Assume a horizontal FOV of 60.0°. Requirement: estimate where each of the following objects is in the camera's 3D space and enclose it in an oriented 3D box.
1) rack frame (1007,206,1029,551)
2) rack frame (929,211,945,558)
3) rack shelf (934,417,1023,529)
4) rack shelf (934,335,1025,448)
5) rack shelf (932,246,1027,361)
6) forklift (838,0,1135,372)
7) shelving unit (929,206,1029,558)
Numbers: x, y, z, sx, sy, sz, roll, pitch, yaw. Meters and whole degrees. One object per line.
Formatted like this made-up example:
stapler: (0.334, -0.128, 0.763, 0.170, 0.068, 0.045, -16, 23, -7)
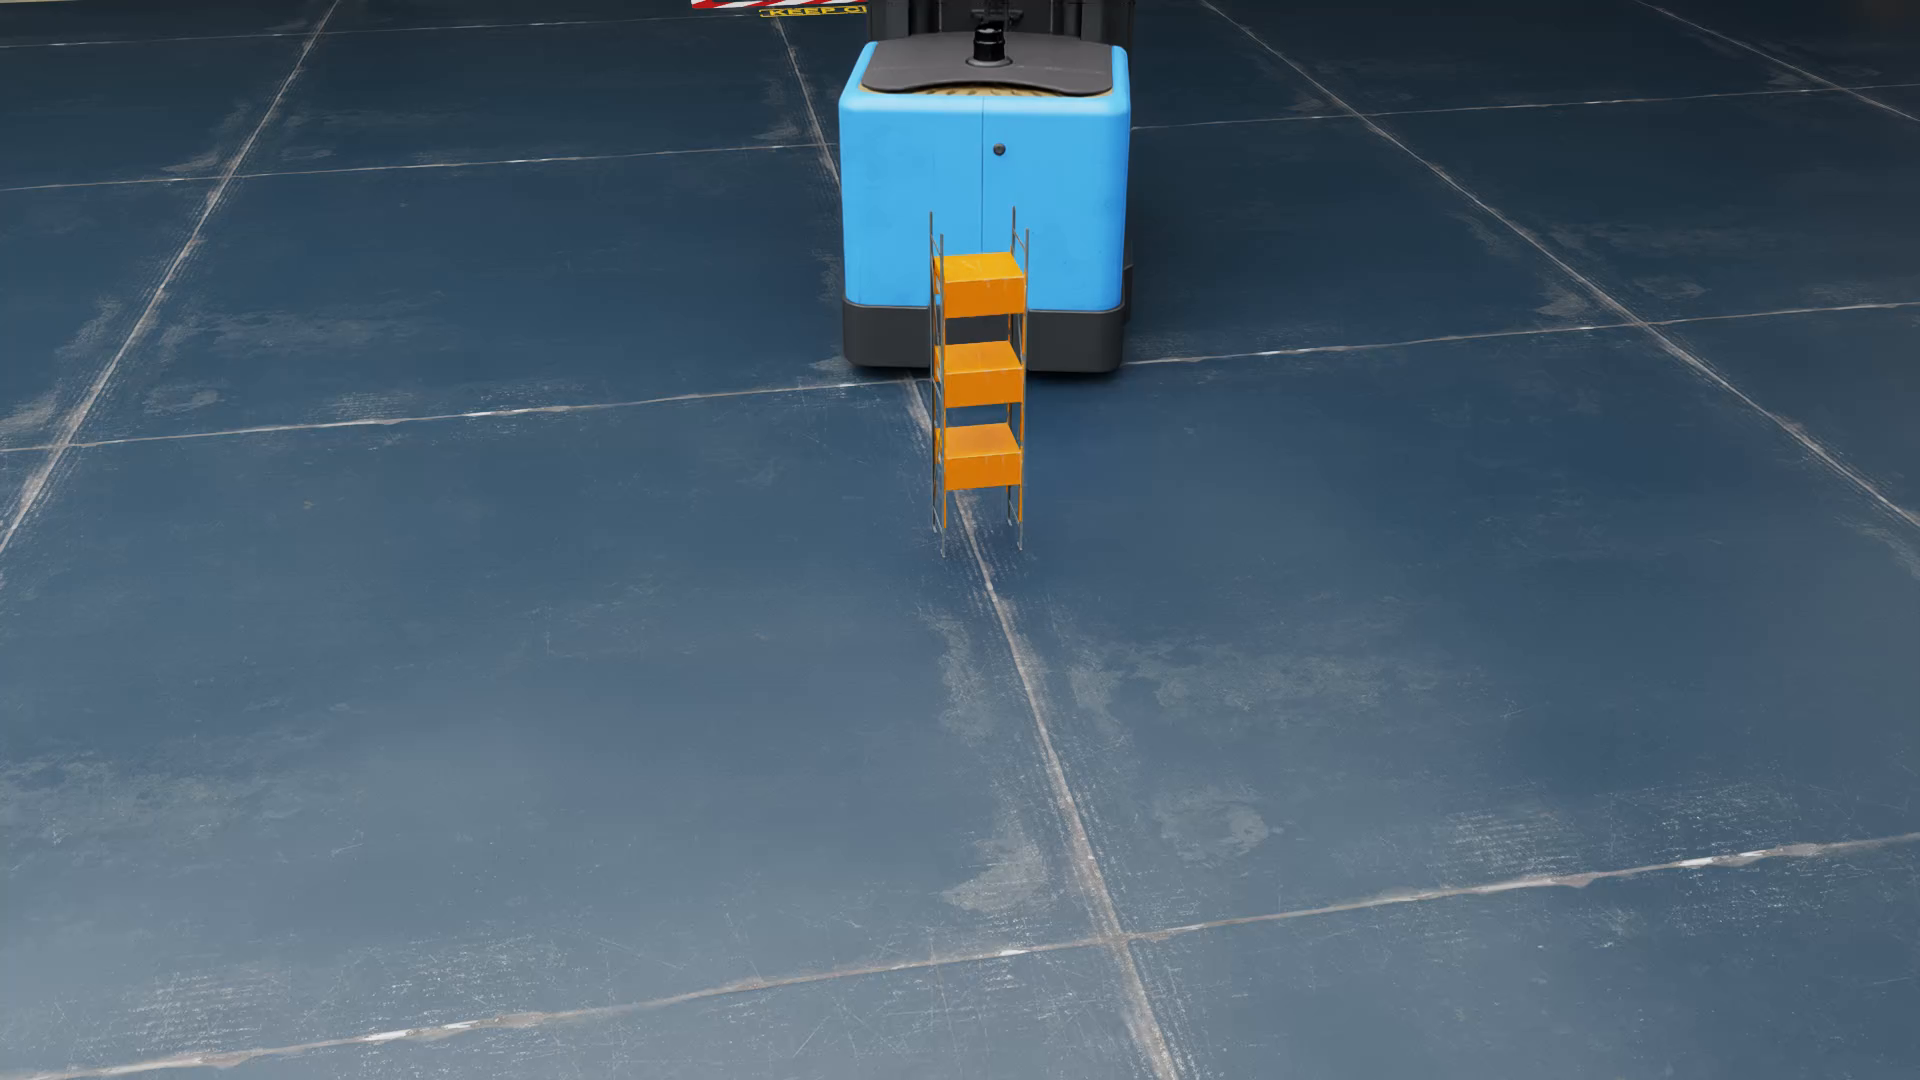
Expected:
rack frame: (0.173, -0.469, 5.011, 0.008, 1.050, 0.200, -5, 31, -9)
rack frame: (-0.067, -0.446, 4.973, 0.008, 1.050, 0.200, -5, 31, -9)
rack shelf: (0.053, -0.209, 5.138, 0.240, 0.259, 0.215, -5, 31, -9)
rack shelf: (0.053, -0.448, 4.998, 0.240, 0.259, 0.215, -5, 31, -9)
rack shelf: (0.053, -0.693, 4.854, 0.240, 0.259, 0.215, -5, 31, -9)
forklift: (0.181, -2.602, 6.784, 1.130, 2.935, 3.031, 2, 31, 3)
shelving unit: (0.053, -0.457, 4.992, 0.252, 1.050, 0.215, -5, 31, -9)
